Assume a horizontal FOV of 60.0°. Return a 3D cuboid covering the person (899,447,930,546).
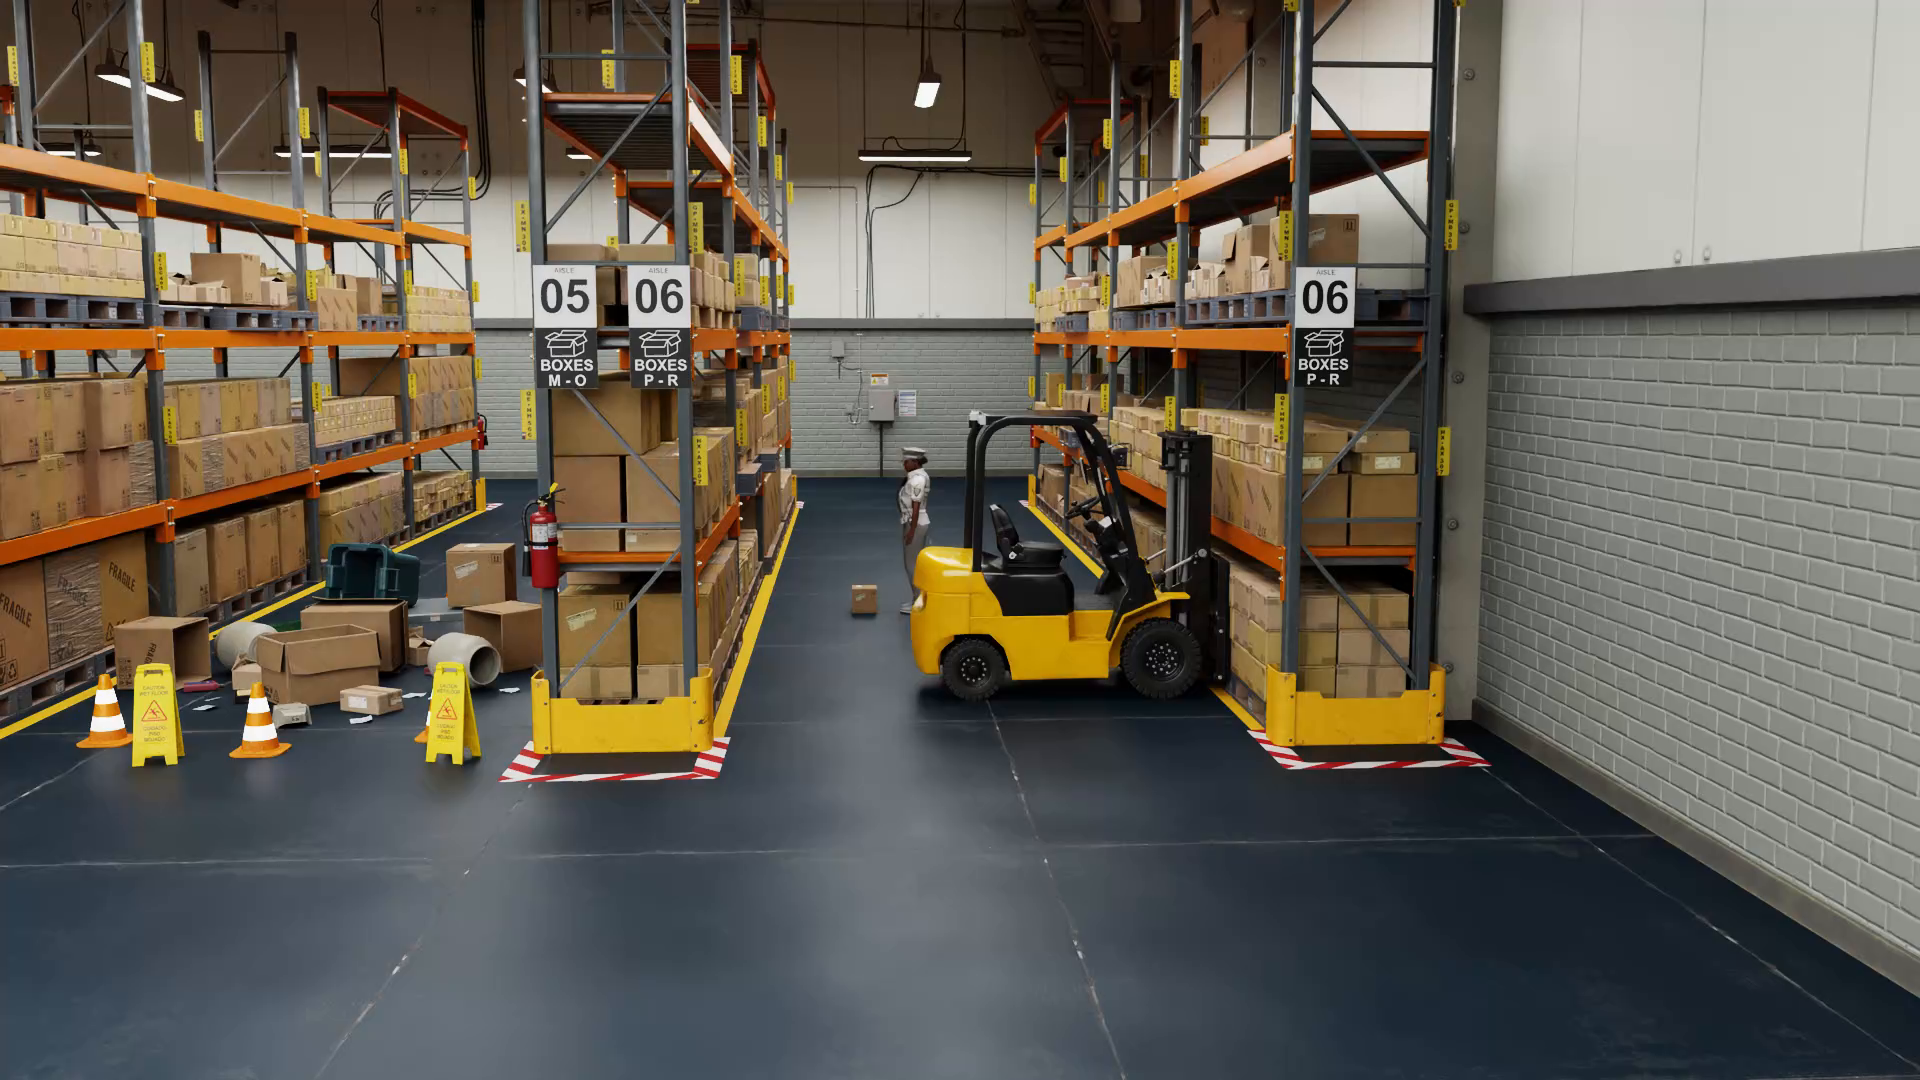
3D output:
[{"bbox_3d":[-0.453,-0.436,16.578,0.318,0.984,0.434,0,7,-3],"label":"person"}]
